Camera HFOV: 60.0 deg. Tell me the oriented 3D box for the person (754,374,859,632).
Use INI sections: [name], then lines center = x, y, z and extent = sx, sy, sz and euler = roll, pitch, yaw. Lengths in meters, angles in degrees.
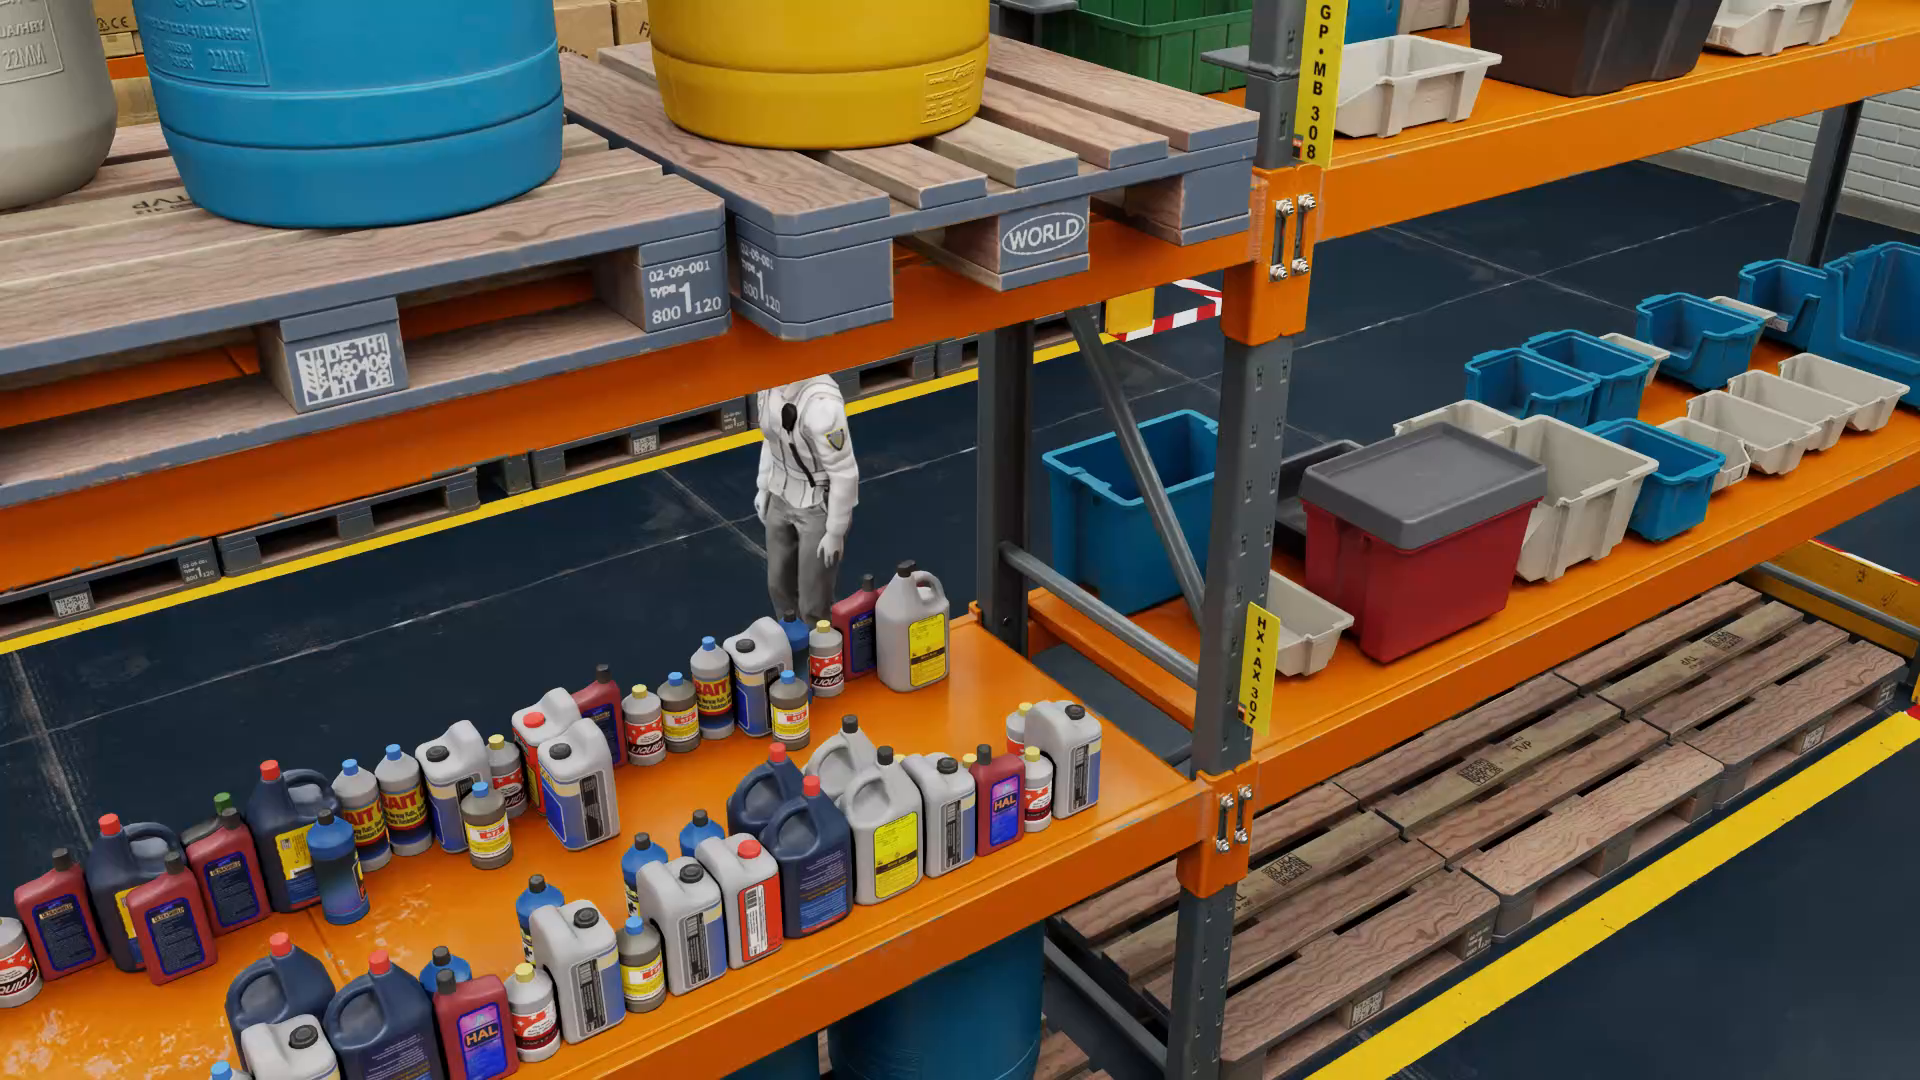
[person]
center = -0.595, -0.108, 6.319
extent = 0.375, 1.662, 0.542
euler = -21, 35, -33
